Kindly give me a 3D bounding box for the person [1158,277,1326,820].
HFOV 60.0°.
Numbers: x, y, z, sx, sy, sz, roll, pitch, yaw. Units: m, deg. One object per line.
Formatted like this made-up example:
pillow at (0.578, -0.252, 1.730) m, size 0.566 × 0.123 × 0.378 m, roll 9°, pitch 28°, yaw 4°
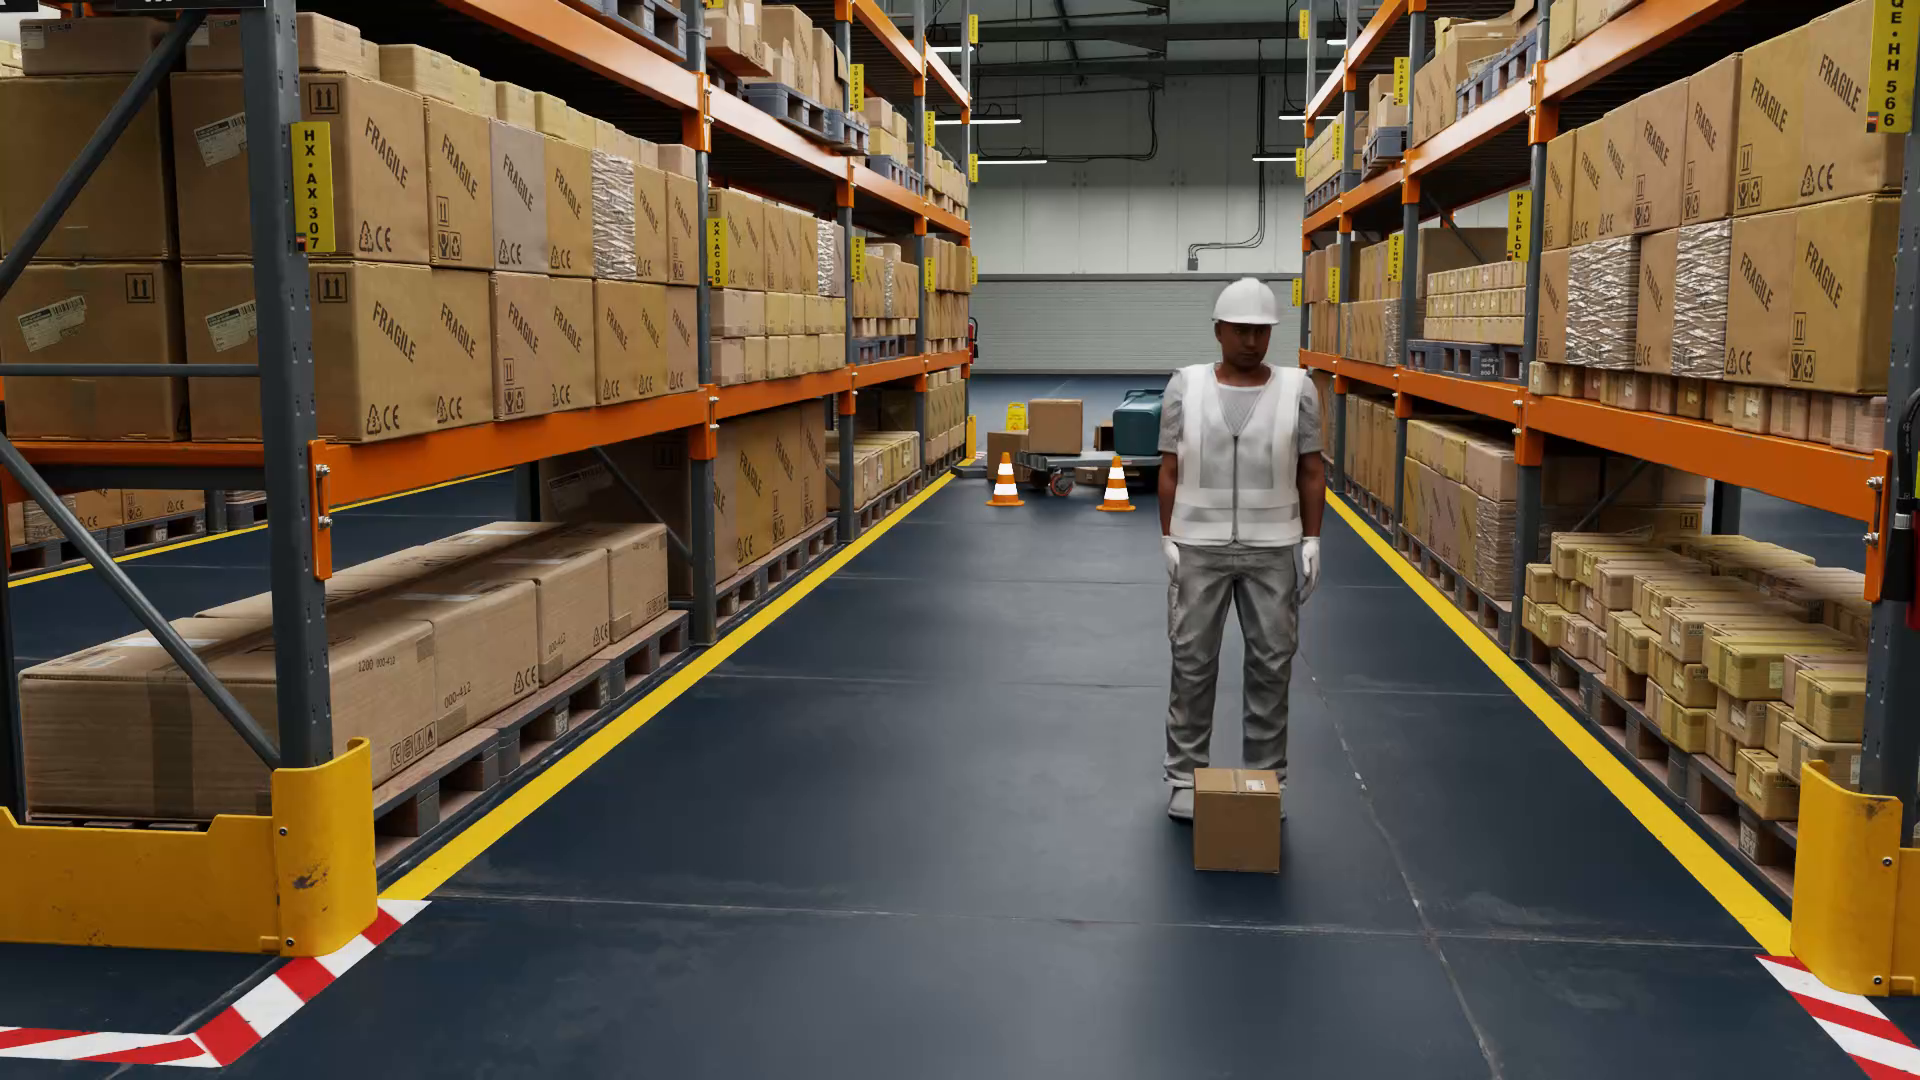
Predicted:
person at (0.922, 0.034, 5.478) m, size 0.548 × 1.775 × 0.359 m, roll 1°, pitch 8°, yaw 7°
